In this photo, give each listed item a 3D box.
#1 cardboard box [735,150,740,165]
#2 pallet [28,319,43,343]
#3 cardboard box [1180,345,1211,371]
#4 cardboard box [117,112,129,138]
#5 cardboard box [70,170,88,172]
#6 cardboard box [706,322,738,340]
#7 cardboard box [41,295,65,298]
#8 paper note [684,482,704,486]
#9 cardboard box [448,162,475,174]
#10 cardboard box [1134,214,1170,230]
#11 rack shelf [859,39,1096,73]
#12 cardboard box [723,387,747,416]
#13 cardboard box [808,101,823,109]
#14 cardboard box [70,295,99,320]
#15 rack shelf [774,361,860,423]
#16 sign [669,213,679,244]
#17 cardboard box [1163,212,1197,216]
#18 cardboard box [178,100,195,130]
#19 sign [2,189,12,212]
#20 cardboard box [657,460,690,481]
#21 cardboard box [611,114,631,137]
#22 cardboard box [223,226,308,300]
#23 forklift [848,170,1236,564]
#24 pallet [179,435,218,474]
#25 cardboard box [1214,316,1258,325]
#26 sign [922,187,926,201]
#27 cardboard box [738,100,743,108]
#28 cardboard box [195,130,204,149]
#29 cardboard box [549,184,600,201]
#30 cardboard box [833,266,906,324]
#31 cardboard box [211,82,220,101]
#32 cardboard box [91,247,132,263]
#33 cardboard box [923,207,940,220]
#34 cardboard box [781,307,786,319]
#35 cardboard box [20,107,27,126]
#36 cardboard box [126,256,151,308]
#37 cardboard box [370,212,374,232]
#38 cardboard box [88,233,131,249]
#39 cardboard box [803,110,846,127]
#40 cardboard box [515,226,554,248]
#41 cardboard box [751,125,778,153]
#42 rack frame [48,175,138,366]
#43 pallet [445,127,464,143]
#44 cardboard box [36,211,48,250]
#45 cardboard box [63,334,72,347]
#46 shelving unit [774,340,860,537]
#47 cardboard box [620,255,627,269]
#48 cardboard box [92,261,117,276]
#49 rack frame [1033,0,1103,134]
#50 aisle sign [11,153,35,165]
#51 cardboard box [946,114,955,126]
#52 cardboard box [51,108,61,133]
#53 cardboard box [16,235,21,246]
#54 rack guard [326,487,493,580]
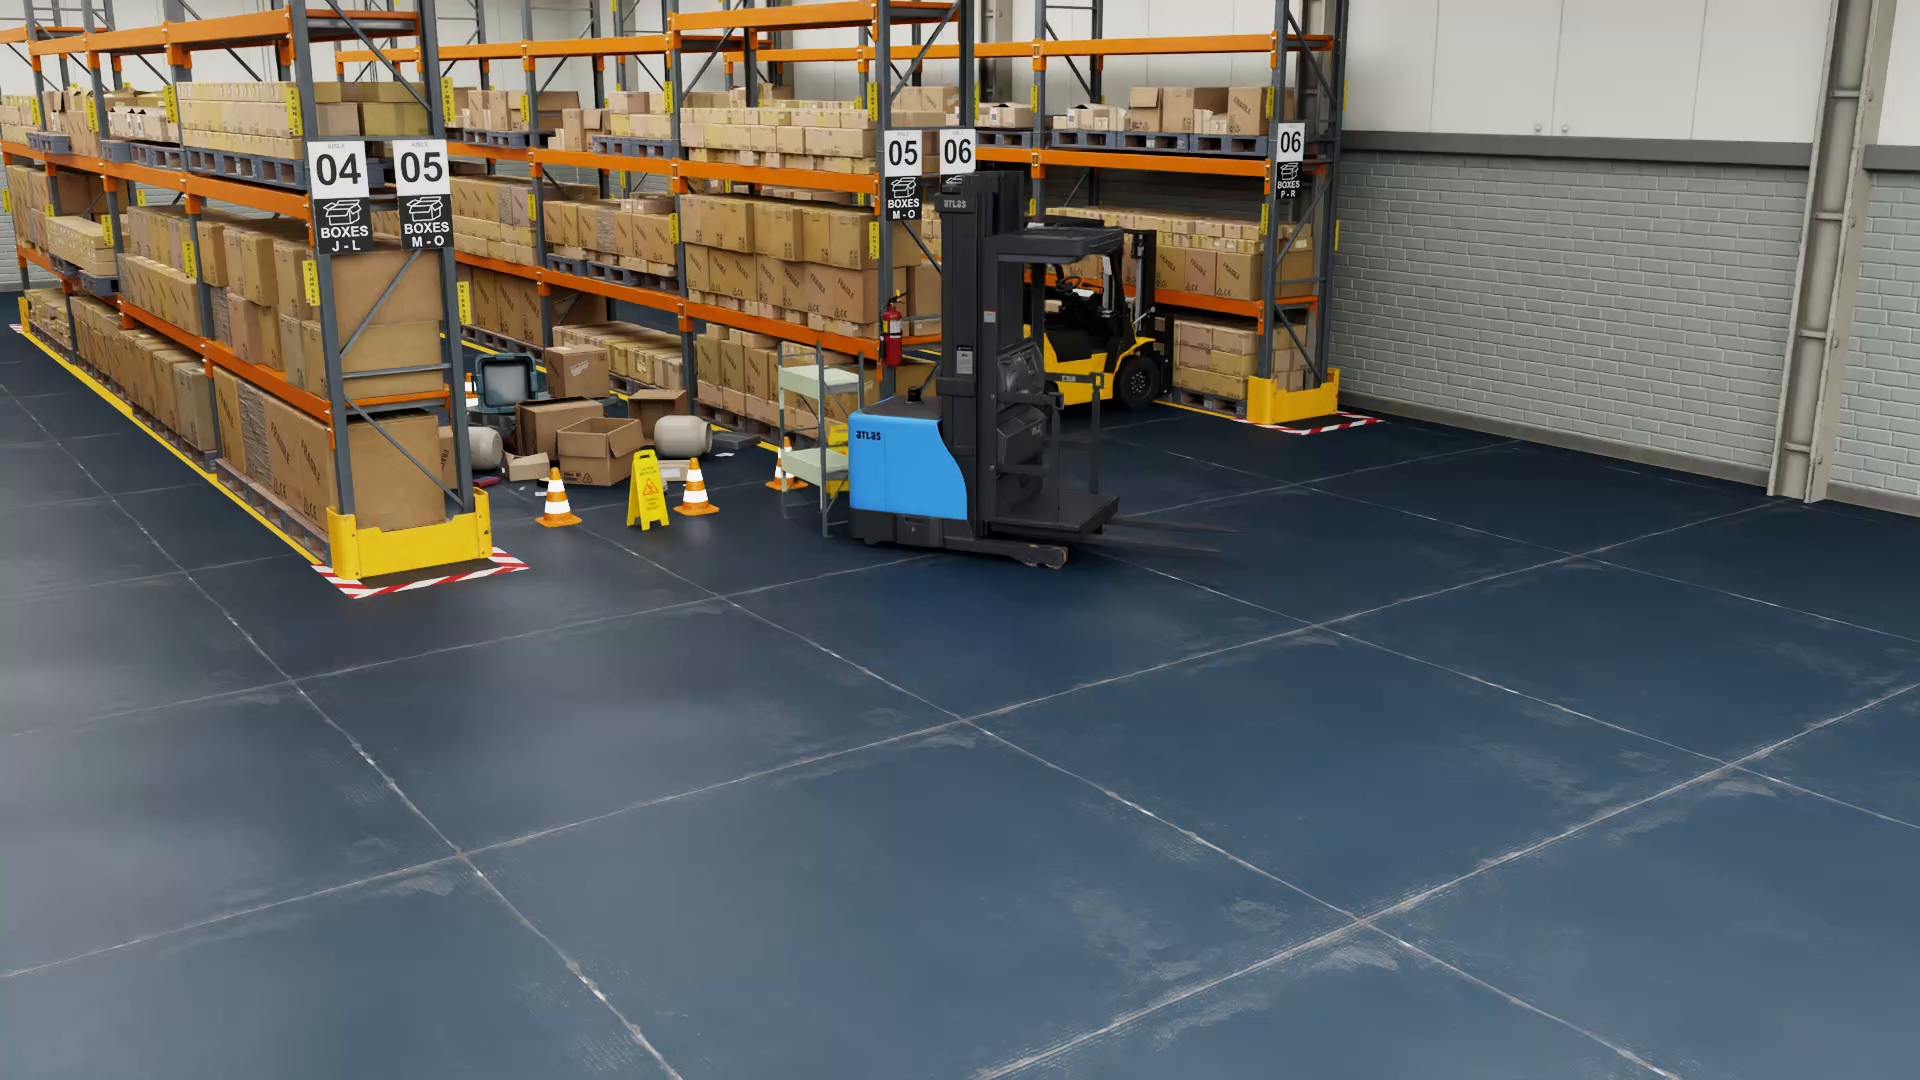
[{"bbox_3d":[-2.068,-3.918,17.001,0.380,0.149,0.250,-12,19,-36],"label":"cardboard box"},{"bbox_3d":[-13.167,-3.148,24.677,1.003,0.211,1.213,-11,19,-35],"label":"pallet"},{"bbox_3d":[2.879,-2.114,19.084,0.500,0.250,0.500,-11,19,-35],"label":"cardboard box"},{"bbox_3d":[-8.414,-4.309,17.255,0.500,0.250,0.500,-10,18,-33],"label":"cardboard box"},{"bbox_3d":[-11.965,-4.863,23.013,0.500,0.500,0.500,-10,18,-34],"label":"cardboard box"},{"bbox_3d":[-2.507,-2.262,17.924,0.380,0.149,0.250,-11,19,-34],"label":"cardboard box"},{"bbox_3d":[-12.955,-3.423,23.878,0.380,0.149,0.250,-10,18,-32],"label":"cardboard box"},{"bbox_3d":[-2.474,-0.522,15.426,0.142,0.019,0.148,10,18,33],"label":"paper note"},{"bbox_3d":[-7.503,-5.627,25.141,0.380,0.149,0.250,-11,19,-34],"label":"cardboard box"},{"bbox_3d":[2.283,-3.764,19.664,0.380,0.149,0.250,-11,19,-34],"label":"cardboard box"},{"bbox_3d":[0.177,-6.467,22.280,1.077,0.370,4.000,-11,19,-35],"label":"rack shelf"},{"bbox_3d":[-2.209,-1.512,17.830,0.500,0.250,0.500,-10,18,-31],"label":"cardboard box"},{"bbox_3d":[-2.053,-6.502,24.934,0.380,0.149,0.250,-11,19,-36],"label":"cardboard box"},{"bbox_3d":[-11.088,-2.994,21.350,0.500,0.250,0.500,-12,19,-37],"label":"cardboard box"},{"bbox_3d":[-1.189,-1.235,13.768,0.431,0.370,0.720,-9,18,-30],"label":"rack shelf"},{"bbox_3d":[-3.107,-3.387,18.075,0.100,0.325,0.005,-11,19,-35],"label":"sign"},{"bbox_3d":[2.635,-3.832,19.915,0.380,0.149,0.250,-10,18,-33],"label":"cardboard box"},{"bbox_3d":[-6.544,-3.746,14.635,0.500,0.250,0.500,-11,19,-34],"label":"cardboard box"},{"bbox_3d":[-14.099,-5.021,24.600,0.100,0.325,0.005,-11,19,-35],"label":"sign"},{"bbox_3d":[-2.712,-0.652,15.678,0.380,0.149,0.250,-2,15,-6],"label":"cardboard box"},{"bbox_3d":[-3.713,-4.812,19.284,0.500,0.250,0.500,-11,19,-34],"label":"cardboard box"},{"bbox_3d":[-5.792,-2.398,14.328,0.875,0.550,0.550,-11,19,-35],"label":"cardboard box"},{"bbox_3d":[0.675,-1.381,13.070,3.031,2.935,1.130,3,16,11],"label":"forklift"},{"bbox_3d":[-7.119,-0.934,16.587,1.003,0.211,1.213,-11,19,-35],"label":"pallet"},{"bbox_3d":[3.278,-2.429,19.288,0.500,0.250,0.500,-11,19,-34],"label":"cardboard box"},{"bbox_3d":[-0.552,-5.186,24.649,0.100,0.325,0.005,-11,19,-35],"label":"sign"},{"bbox_3d":[-3.316,-6.937,26.485,0.380,0.149,0.250,-11,18,-34],"label":"cardboard box"},{"bbox_3d":[-6.366,-3.463,14.355,0.380,0.149,0.250,-11,19,-35],"label":"cardboard box"},{"bbox_3d":[-5.104,-4.443,22.045,0.500,0.500,0.500,-12,19,-36],"label":"cardboard box"},{"bbox_3d":[-0.850,-2.326,15.640,0.500,0.500,0.500,-11,19,-36],"label":"cardboard box"},{"bbox_3d":[-5.916,-3.684,13.654,0.380,0.149,0.250,-11,19,-35],"label":"cardboard box"},{"bbox_3d":[-9.615,-3.239,18.846,0.380,0.149,0.250,-10,18,-33],"label":"cardboard box"},{"bbox_3d":[-0.283,-4.514,22.969,0.380,0.149,0.250,-10,18,-33],"label":"cardboard box"},{"bbox_3d":[-1.584,-2.316,16.832,0.380,0.149,0.250,-11,19,-35],"label":"cardboard box"},{"bbox_3d":[-12.392,-5.732,22.491,0.500,0.250,0.500,-10,18,-32],"label":"cardboard box"},{"bbox_3d":[-8.610,-2.782,17.869,0.500,0.500,0.500,-11,19,-35],"label":"cardboard box"},{"bbox_3d":[-9.346,-5.275,26.979,0.500,0.500,0.500,-11,19,-35],"label":"cardboard box"},{"bbox_3d":[-9.616,-3.381,18.802,0.380,0.149,0.250,-12,19,-37],"label":"cardboard box"},{"bbox_3d":[-1.277,-4.026,15.887,0.380,0.149,0.250,-11,19,-35],"label":"cardboard box"},{"bbox_3d":[-5.502,-4.002,21.854,0.500,0.250,0.500,-11,19,-35],"label":"cardboard box"},{"bbox_3d":[-1.730,-3.972,16.444,0.500,0.250,0.500,-11,19,-34],"label":"cardboard box"},{"bbox_3d":[-11.309,-3.834,21.901,1.000,3.000,0.127,-11,19,-35],"label":"rack frame"},{"bbox_3d":[-6.785,-5.790,23.729,0.805,0.209,1.217,-12,19,-37],"label":"pallet"},{"bbox_3d":[-12.126,-4.196,22.472,0.500,0.500,0.500,-11,19,-36],"label":"cardboard box"},{"bbox_3d":[-11.815,-2.692,22.335,0.380,0.149,0.250,-11,19,-34],"label":"cardboard box"},{"bbox_3d":[-1.189,-0.858,13.871,0.431,1.500,0.755,-9,18,-30],"label":"shelving unit"},{"bbox_3d":[-3.774,-3.284,19.572,0.380,0.149,0.250,-11,19,-35],"label":"cardboard box"},{"bbox_3d":[-9.618,-3.095,18.882,0.380,0.149,0.250,-10,18,-34],"label":"cardboard box"},{"bbox_3d":[1.353,-6.580,20.572,1.000,3.000,0.127,-11,19,-35],"label":"rack frame"},{"bbox_3d":[-13.946,-5.911,24.566,0.394,0.787,0.004,-11,19,-35],"label":"aisle sign"},{"bbox_3d":[0.007,-5.615,22.220,0.380,0.149,0.250,-11,19,-35],"label":"cardboard box"},{"bbox_3d":[-10.961,-5.220,20.656,0.500,0.311,0.500,-11,19,-35],"label":"cardboard box"},{"bbox_3d":[-13.735,-4.447,24.616,0.380,0.149,0.250,-11,19,-35],"label":"cardboard box"},{"bbox_3d":[-4.239,-0.061,12.850,1.175,0.500,0.348,-11,19,-35],"label":"rack guard"}]
